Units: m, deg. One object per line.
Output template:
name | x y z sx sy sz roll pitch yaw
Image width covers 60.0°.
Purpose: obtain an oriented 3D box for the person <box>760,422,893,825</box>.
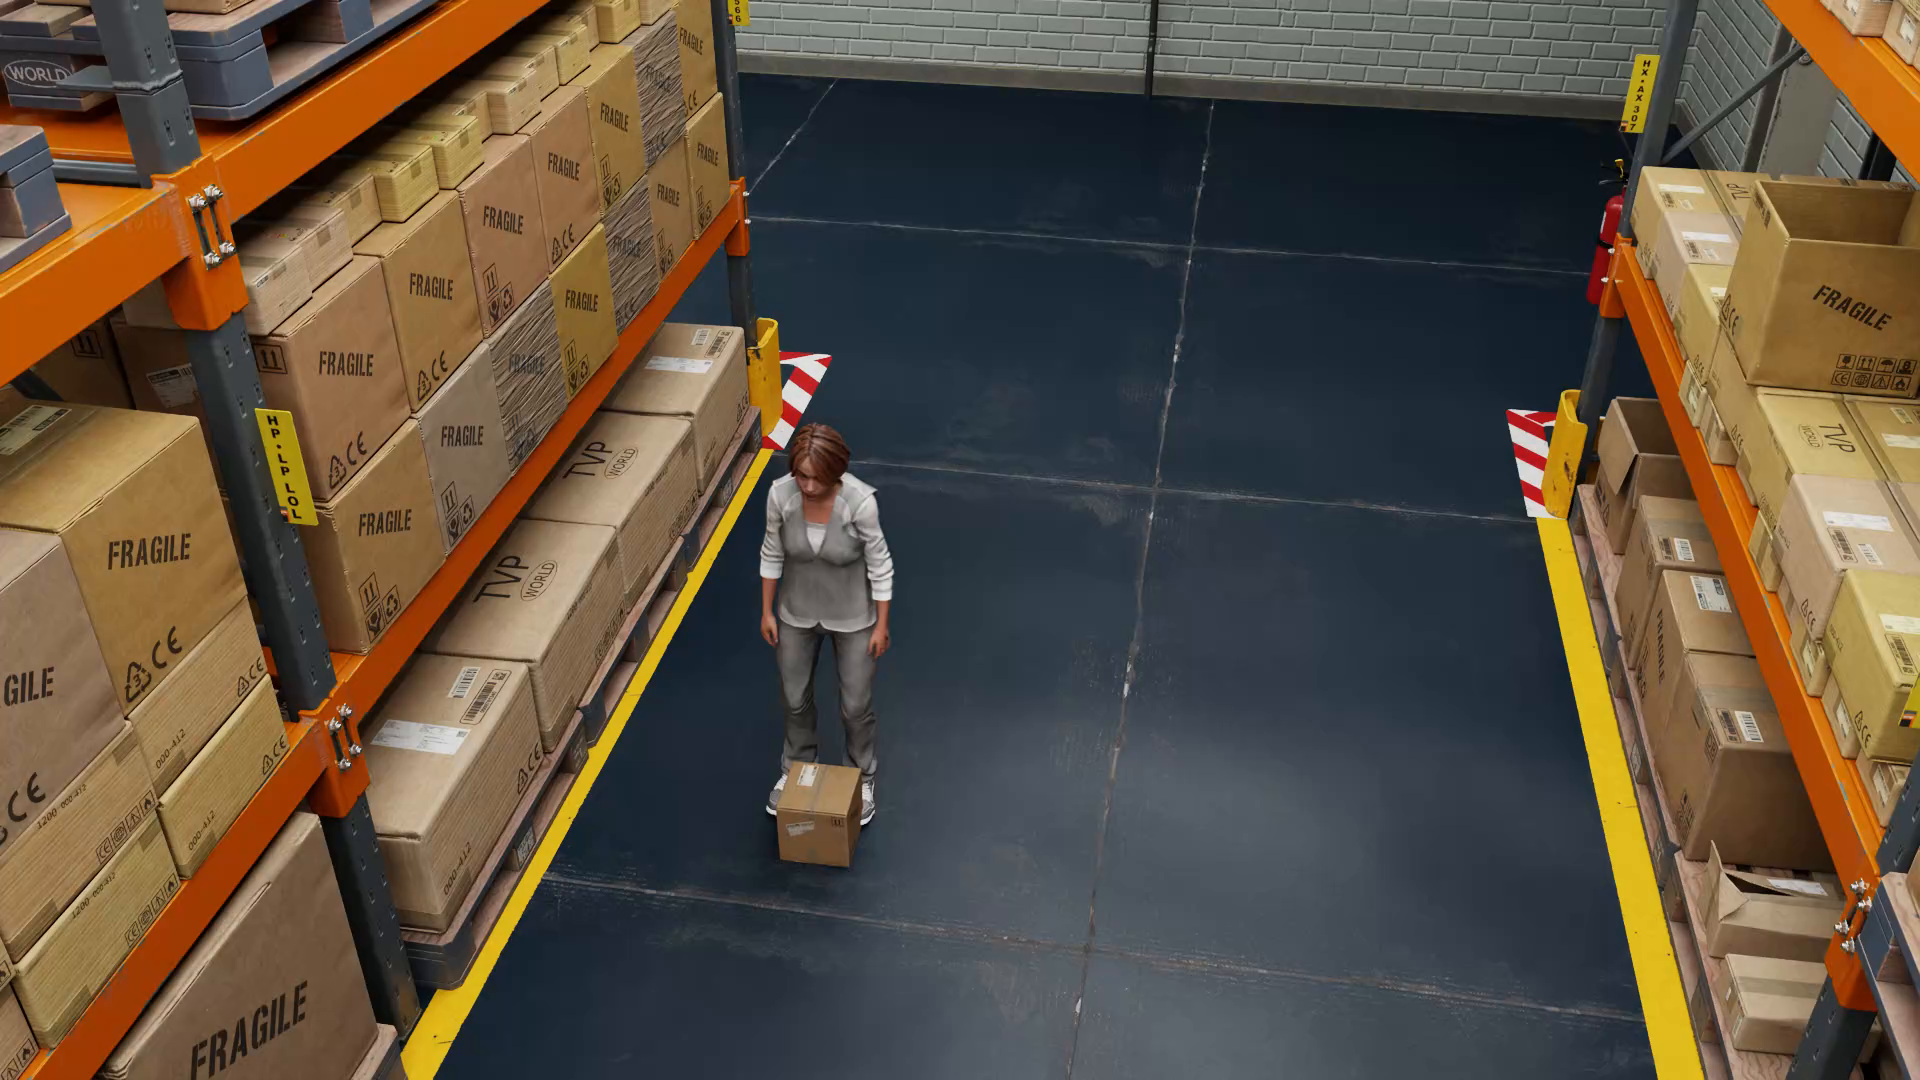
person | -0.458 0.281 5.713 0.466 1.593 0.349 6 33 9
